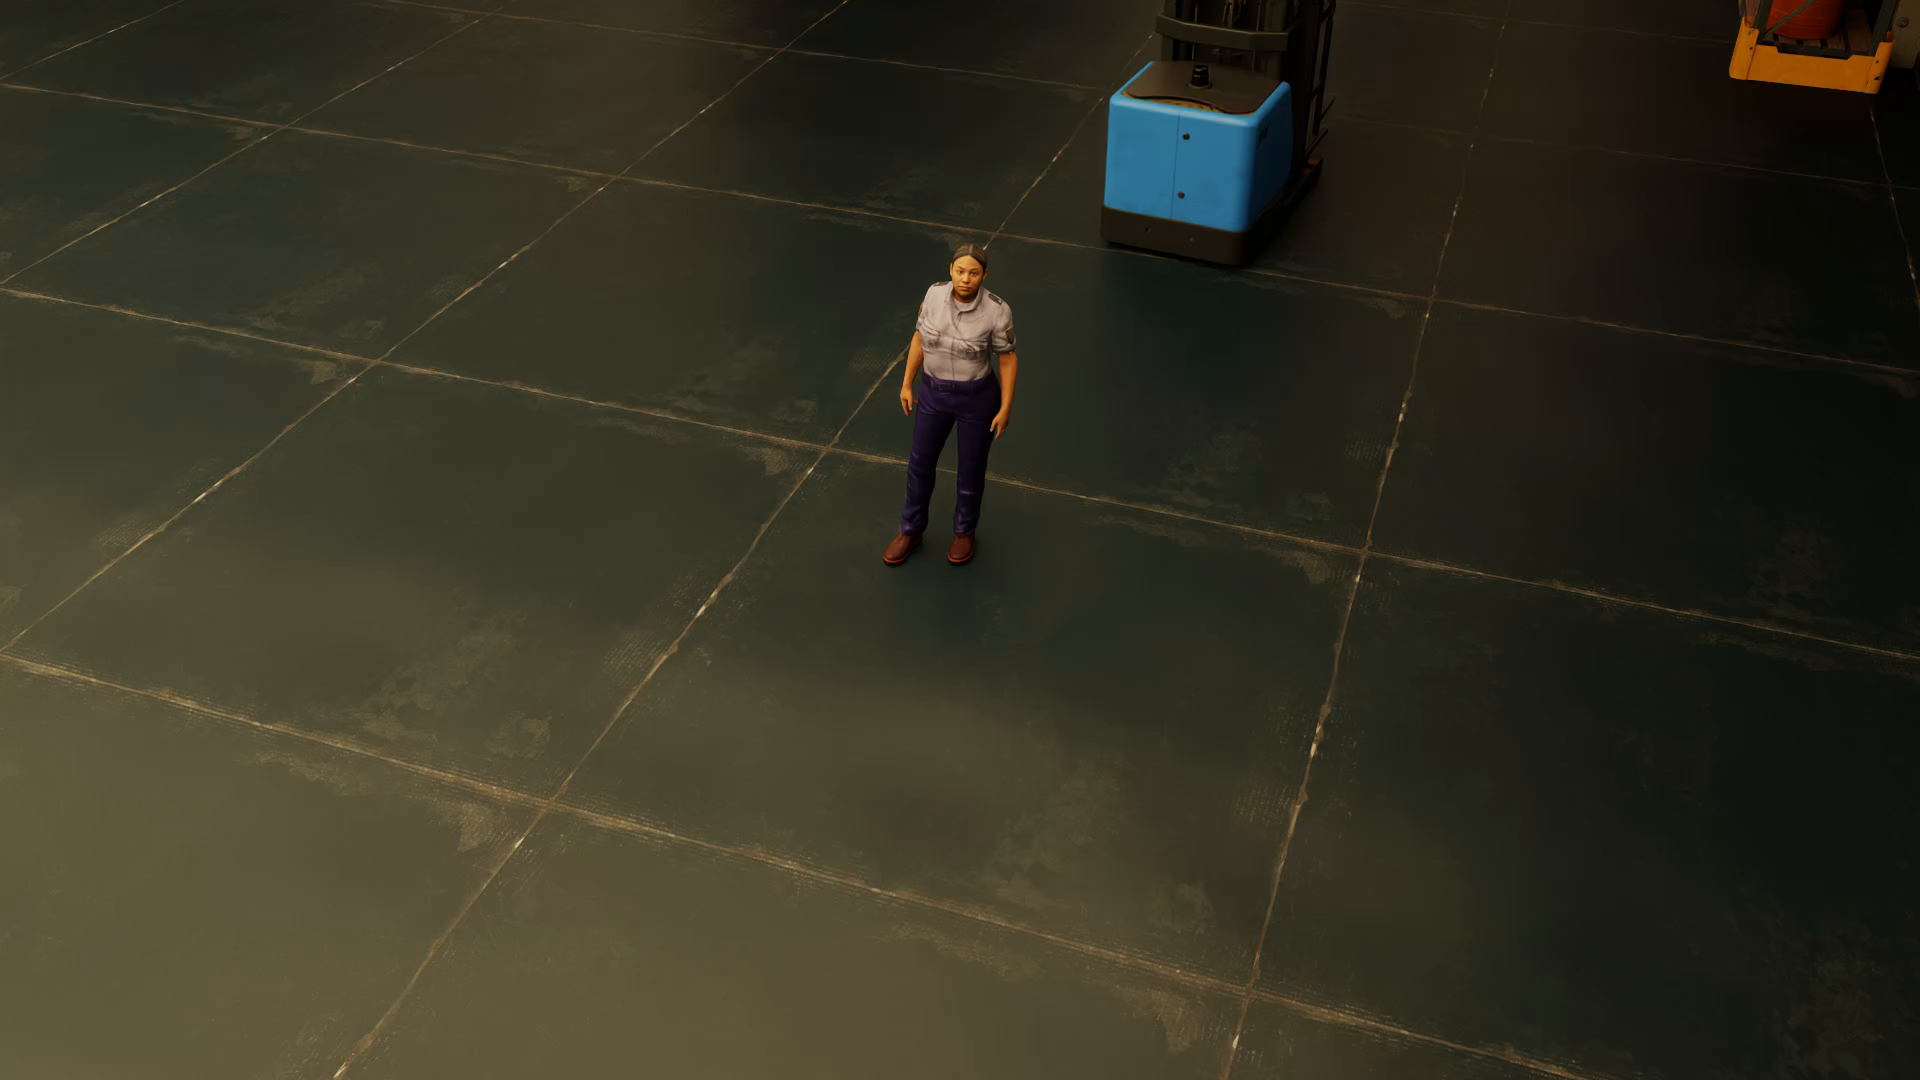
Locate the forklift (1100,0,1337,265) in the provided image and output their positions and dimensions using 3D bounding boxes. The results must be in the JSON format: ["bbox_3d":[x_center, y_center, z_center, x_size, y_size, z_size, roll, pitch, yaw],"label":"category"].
[{"bbox_3d":[2.055,-3.872,11.572,1.130,2.935,3.031,15,38,20],"label":"forklift"}]

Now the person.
[{"bbox_3d":[-0.052,-0.633,8.101,0.598,1.651,0.501,12,37,16],"label":"person"}]
